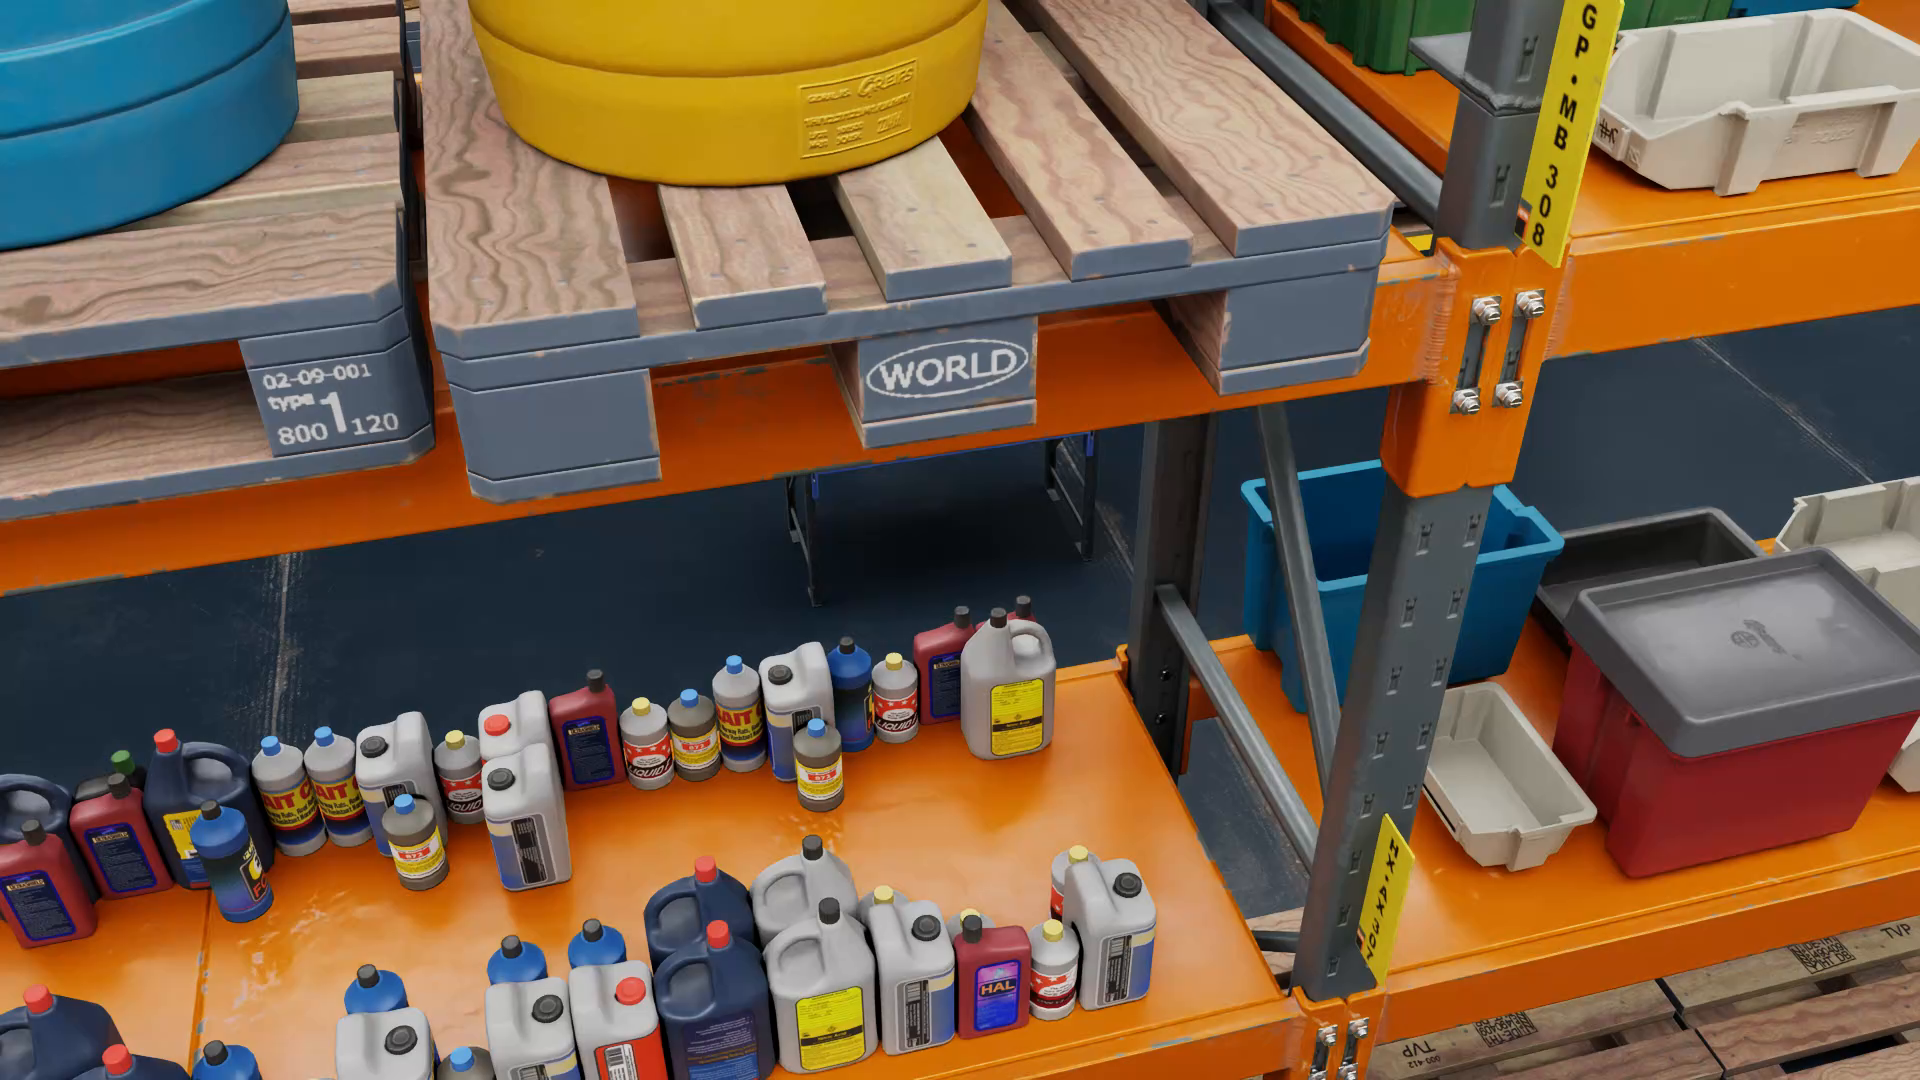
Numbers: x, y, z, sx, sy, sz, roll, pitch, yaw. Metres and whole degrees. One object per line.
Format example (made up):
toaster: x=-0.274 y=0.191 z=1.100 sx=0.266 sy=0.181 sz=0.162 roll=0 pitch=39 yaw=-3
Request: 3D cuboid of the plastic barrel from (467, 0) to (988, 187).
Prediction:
plastic barrel: x=-0.265 y=-0.780 z=1.832 sx=0.600 sy=0.588 sz=0.600 roll=0 pitch=37 yaw=0

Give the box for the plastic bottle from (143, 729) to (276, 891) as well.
plastic bottle: x=-1.444 y=0.496 z=3.174 sx=0.185 sy=0.351 sz=0.144 roll=-9 pitch=38 yaw=-12

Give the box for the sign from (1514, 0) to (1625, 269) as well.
sign: x=0.705 y=-0.483 z=1.937 sx=0.005 sy=0.325 sz=0.100 roll=-9 pitch=38 yaw=-12

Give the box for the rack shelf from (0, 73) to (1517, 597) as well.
rack shelf: x=-1.367 y=-0.200 z=2.166 sx=4.000 sy=0.370 sz=1.077 roll=-9 pitch=38 yaw=-12

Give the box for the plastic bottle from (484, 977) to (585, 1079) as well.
plastic bottle: x=-0.702 y=0.849 z=2.773 sx=0.135 sy=0.276 sz=0.152 roll=-9 pitch=38 yaw=-12

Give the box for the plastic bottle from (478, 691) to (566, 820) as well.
plastic bottle: x=-0.877 y=0.435 z=3.315 sx=0.135 sy=0.276 sz=0.152 roll=-9 pitch=38 yaw=-12

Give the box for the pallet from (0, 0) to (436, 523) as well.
pallet: x=-1.262 y=-0.365 z=1.944 sx=1.213 sy=0.211 sz=1.003 roll=-9 pitch=38 yaw=-12

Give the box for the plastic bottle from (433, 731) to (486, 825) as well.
plastic bottle: x=-0.996 y=0.467 z=3.335 sx=0.097 sy=0.201 sz=0.097 roll=0 pitch=37 yaw=0

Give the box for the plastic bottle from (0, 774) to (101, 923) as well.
plastic bottle: x=-1.751 y=0.546 z=3.108 sx=0.185 sy=0.351 sz=0.144 roll=-9 pitch=38 yaw=-12

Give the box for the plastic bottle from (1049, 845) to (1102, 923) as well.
plastic bottle: x=0.217 y=0.650 z=3.096 sx=0.097 sy=0.201 sz=0.097 roll=0 pitch=37 yaw=0

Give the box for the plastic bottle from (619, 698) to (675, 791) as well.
plastic bottle: x=-0.643 y=0.409 z=3.410 sx=0.097 sy=0.201 sz=0.097 roll=0 pitch=37 yaw=0

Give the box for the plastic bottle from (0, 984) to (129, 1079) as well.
plastic bottle: x=-1.472 y=0.853 z=2.707 sx=0.185 sy=0.351 sz=0.144 roll=-9 pitch=38 yaw=-12

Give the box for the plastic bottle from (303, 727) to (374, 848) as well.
plastic bottle: x=-1.220 y=0.476 z=3.265 sx=0.097 sy=0.271 sz=0.097 roll=0 pitch=37 yaw=0

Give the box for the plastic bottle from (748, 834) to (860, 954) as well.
plastic bottle: x=-0.276 y=0.661 z=2.957 sx=0.185 sy=0.351 sz=0.144 roll=-9 pitch=38 yaw=-12

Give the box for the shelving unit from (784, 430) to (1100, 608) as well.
shelving unit: x=-0.082 y=-0.582 z=5.777 sx=1.048 sy=1.500 sz=0.538 roll=-9 pitch=38 yaw=-12

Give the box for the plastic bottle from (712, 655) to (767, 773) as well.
plastic bottle: x=-0.455 y=0.350 z=3.429 sx=0.097 sy=0.271 sz=0.097 roll=0 pitch=37 yaw=0

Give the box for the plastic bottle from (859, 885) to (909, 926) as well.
plastic bottle: x=-0.136 y=0.707 z=3.020 sx=0.097 sy=0.201 sz=0.097 roll=0 pitch=37 yaw=0

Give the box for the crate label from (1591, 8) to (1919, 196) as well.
crate label: x=1.111 y=-0.606 z=2.321 sx=0.466 sy=0.136 sz=0.293 roll=-9 pitch=38 yaw=-12

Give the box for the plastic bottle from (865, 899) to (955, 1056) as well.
plastic bottle: x=-0.086 y=0.748 z=2.905 sx=0.135 sy=0.276 sz=0.152 roll=-9 pitch=38 yaw=-12

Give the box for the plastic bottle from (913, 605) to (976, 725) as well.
plastic bottle: x=-0.031 y=0.264 z=3.532 sx=0.133 sy=0.283 sz=0.061 roll=-9 pitch=38 yaw=-12

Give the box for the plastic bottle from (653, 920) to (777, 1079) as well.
plastic bottle: x=-0.417 y=0.775 z=2.808 sx=0.185 sy=0.351 sz=0.144 roll=-9 pitch=38 yaw=-12

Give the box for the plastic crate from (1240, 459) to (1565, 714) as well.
plastic crate: x=0.925 y=0.097 z=3.618 sx=0.575 sy=0.384 sz=0.392 roll=-9 pitch=38 yaw=-12

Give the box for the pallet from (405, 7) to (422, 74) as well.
pallet: x=-2.710 y=-2.118 z=6.708 sx=1.213 sy=0.211 sz=1.003 roll=-9 pitch=38 yaw=-12

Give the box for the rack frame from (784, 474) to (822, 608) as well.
rack frame: x=-0.573 y=-0.502 z=5.671 sx=0.032 sy=1.500 sz=0.500 roll=-9 pitch=38 yaw=-12

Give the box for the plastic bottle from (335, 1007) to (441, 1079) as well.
plastic bottle: x=-0.926 y=0.886 z=2.725 sx=0.135 sy=0.276 sz=0.152 roll=-9 pitch=38 yaw=-12

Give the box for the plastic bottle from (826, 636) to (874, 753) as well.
plastic bottle: x=-0.231 y=0.313 z=3.477 sx=0.097 sy=0.271 sz=0.097 roll=0 pitch=37 yaw=0

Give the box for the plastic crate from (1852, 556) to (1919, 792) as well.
plastic crate: x=2.086 y=0.278 z=3.466 sx=0.530 sy=0.282 sz=0.437 roll=-9 pitch=38 yaw=-12

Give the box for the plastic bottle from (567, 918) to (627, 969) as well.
plastic bottle: x=-0.623 y=0.760 z=2.894 sx=0.097 sy=0.271 sz=0.097 roll=0 pitch=37 yaw=0

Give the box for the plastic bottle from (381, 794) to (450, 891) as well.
plastic bottle: x=-1.050 y=0.571 z=3.198 sx=0.097 sy=0.201 sz=0.097 roll=0 pitch=37 yaw=0

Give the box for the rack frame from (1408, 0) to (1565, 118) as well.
rack frame: x=0.563 y=-1.994 z=1.450 sx=0.127 sy=3.000 sz=1.000 roll=-9 pitch=38 yaw=-12

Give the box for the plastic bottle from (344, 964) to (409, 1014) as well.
plastic bottle: x=-0.977 y=0.818 z=2.818 sx=0.097 sy=0.271 sz=0.097 roll=0 pitch=37 yaw=0

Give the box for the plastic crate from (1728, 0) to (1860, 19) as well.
plastic crate: x=1.359 y=-1.068 z=2.846 sx=0.300 sy=0.233 sz=0.416 roll=-9 pitch=38 yaw=-12

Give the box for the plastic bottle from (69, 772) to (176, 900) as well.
plastic bottle: x=-1.592 y=0.559 z=3.147 sx=0.133 sy=0.283 sz=0.061 roll=-9 pitch=38 yaw=-12

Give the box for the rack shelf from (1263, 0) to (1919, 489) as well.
rack shelf: x=2.494 y=-0.834 z=2.994 sx=4.000 sy=0.370 sz=1.077 roll=-9 pitch=38 yaw=-12

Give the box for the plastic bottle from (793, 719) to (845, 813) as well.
plastic bottle: x=-0.286 y=0.446 z=3.362 sx=0.097 sy=0.201 sz=0.097 roll=0 pitch=37 yaw=0

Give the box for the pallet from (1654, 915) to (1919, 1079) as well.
pallet: x=2.443 y=1.162 z=4.558 sx=1.213 sy=0.211 sz=1.003 roll=-9 pitch=38 yaw=-12

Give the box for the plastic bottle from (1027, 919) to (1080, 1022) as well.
plastic bottle: x=0.162 y=0.754 z=2.959 sx=0.097 sy=0.201 sz=0.097 roll=0 pitch=37 yaw=0

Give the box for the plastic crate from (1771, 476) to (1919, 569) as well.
plastic crate: x=2.166 y=0.018 z=3.926 sx=0.466 sy=0.136 sz=0.293 roll=-9 pitch=38 yaw=-12
